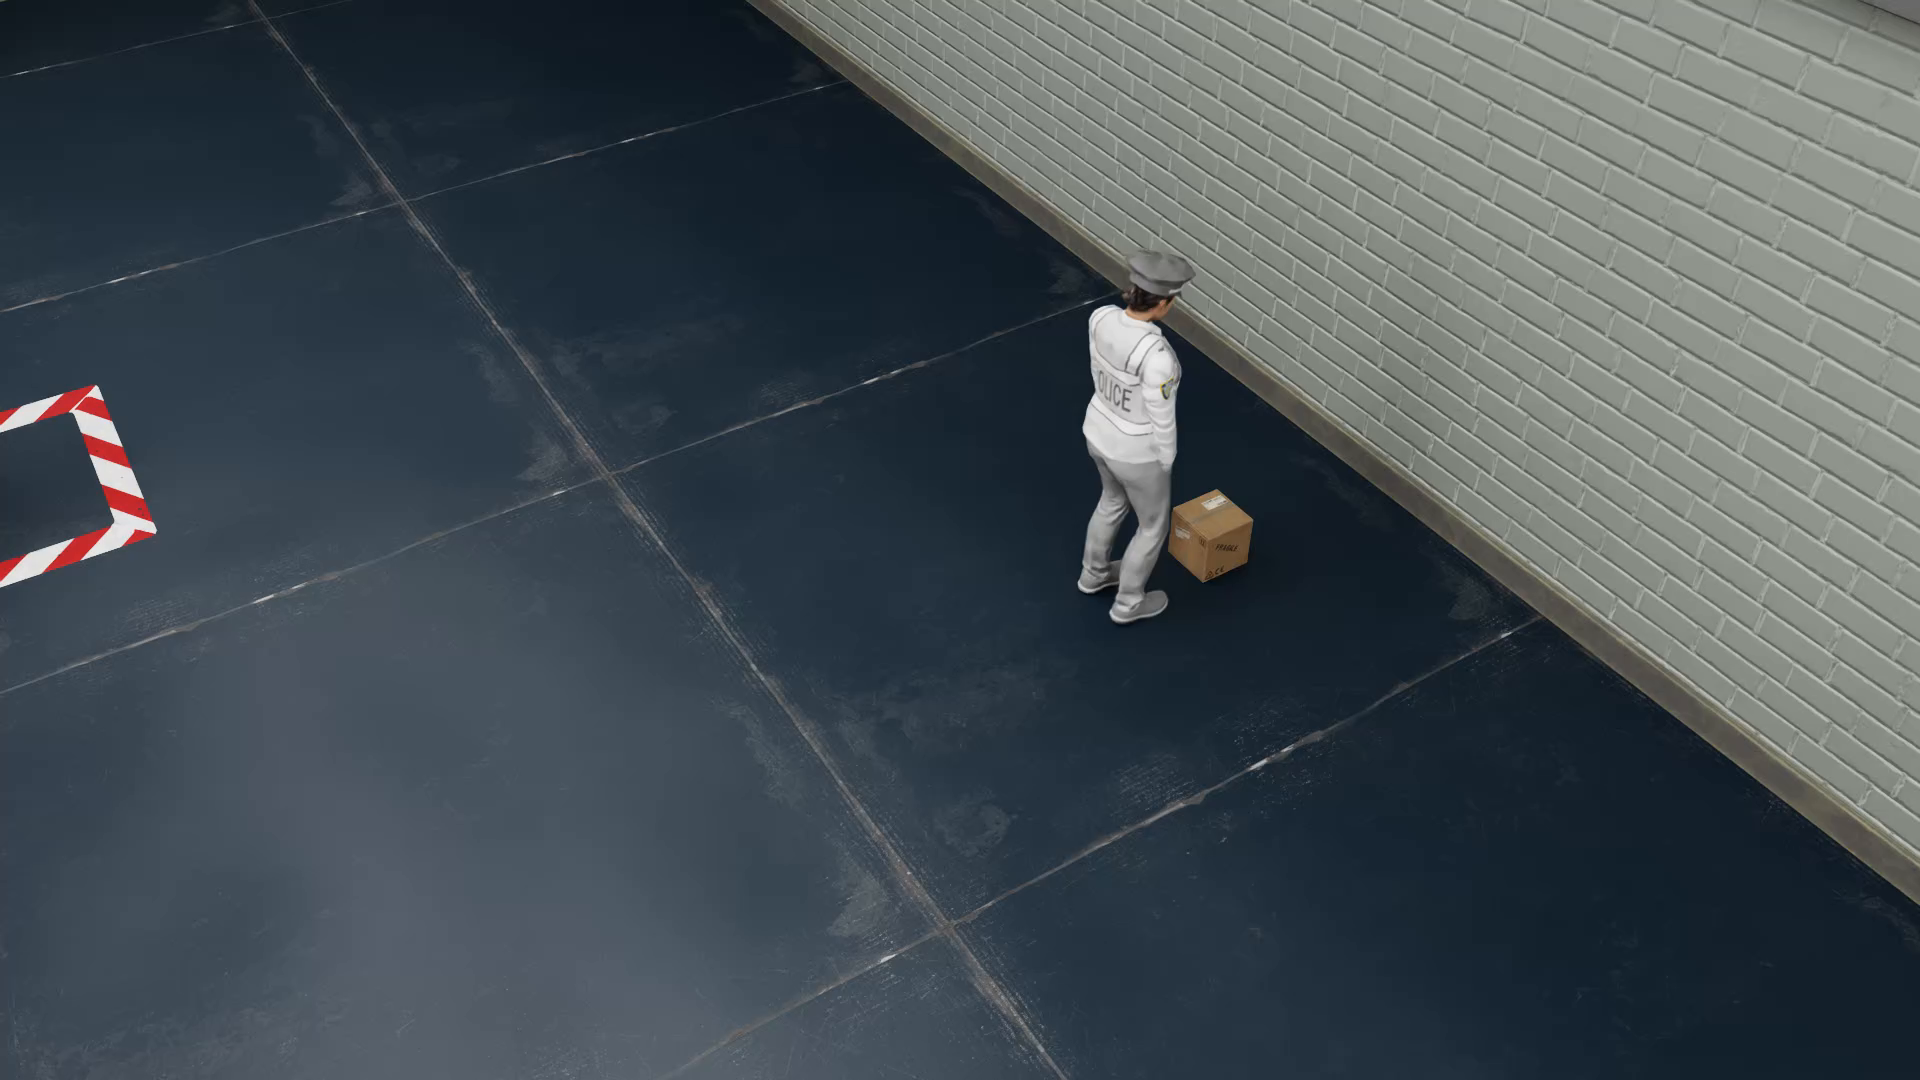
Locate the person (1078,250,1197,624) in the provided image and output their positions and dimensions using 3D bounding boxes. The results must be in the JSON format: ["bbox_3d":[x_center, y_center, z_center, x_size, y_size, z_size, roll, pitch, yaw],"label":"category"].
[{"bbox_3d":[0.683,-0.395,6.631,0.381,1.653,0.485,-22,45,-23],"label":"person"}]
